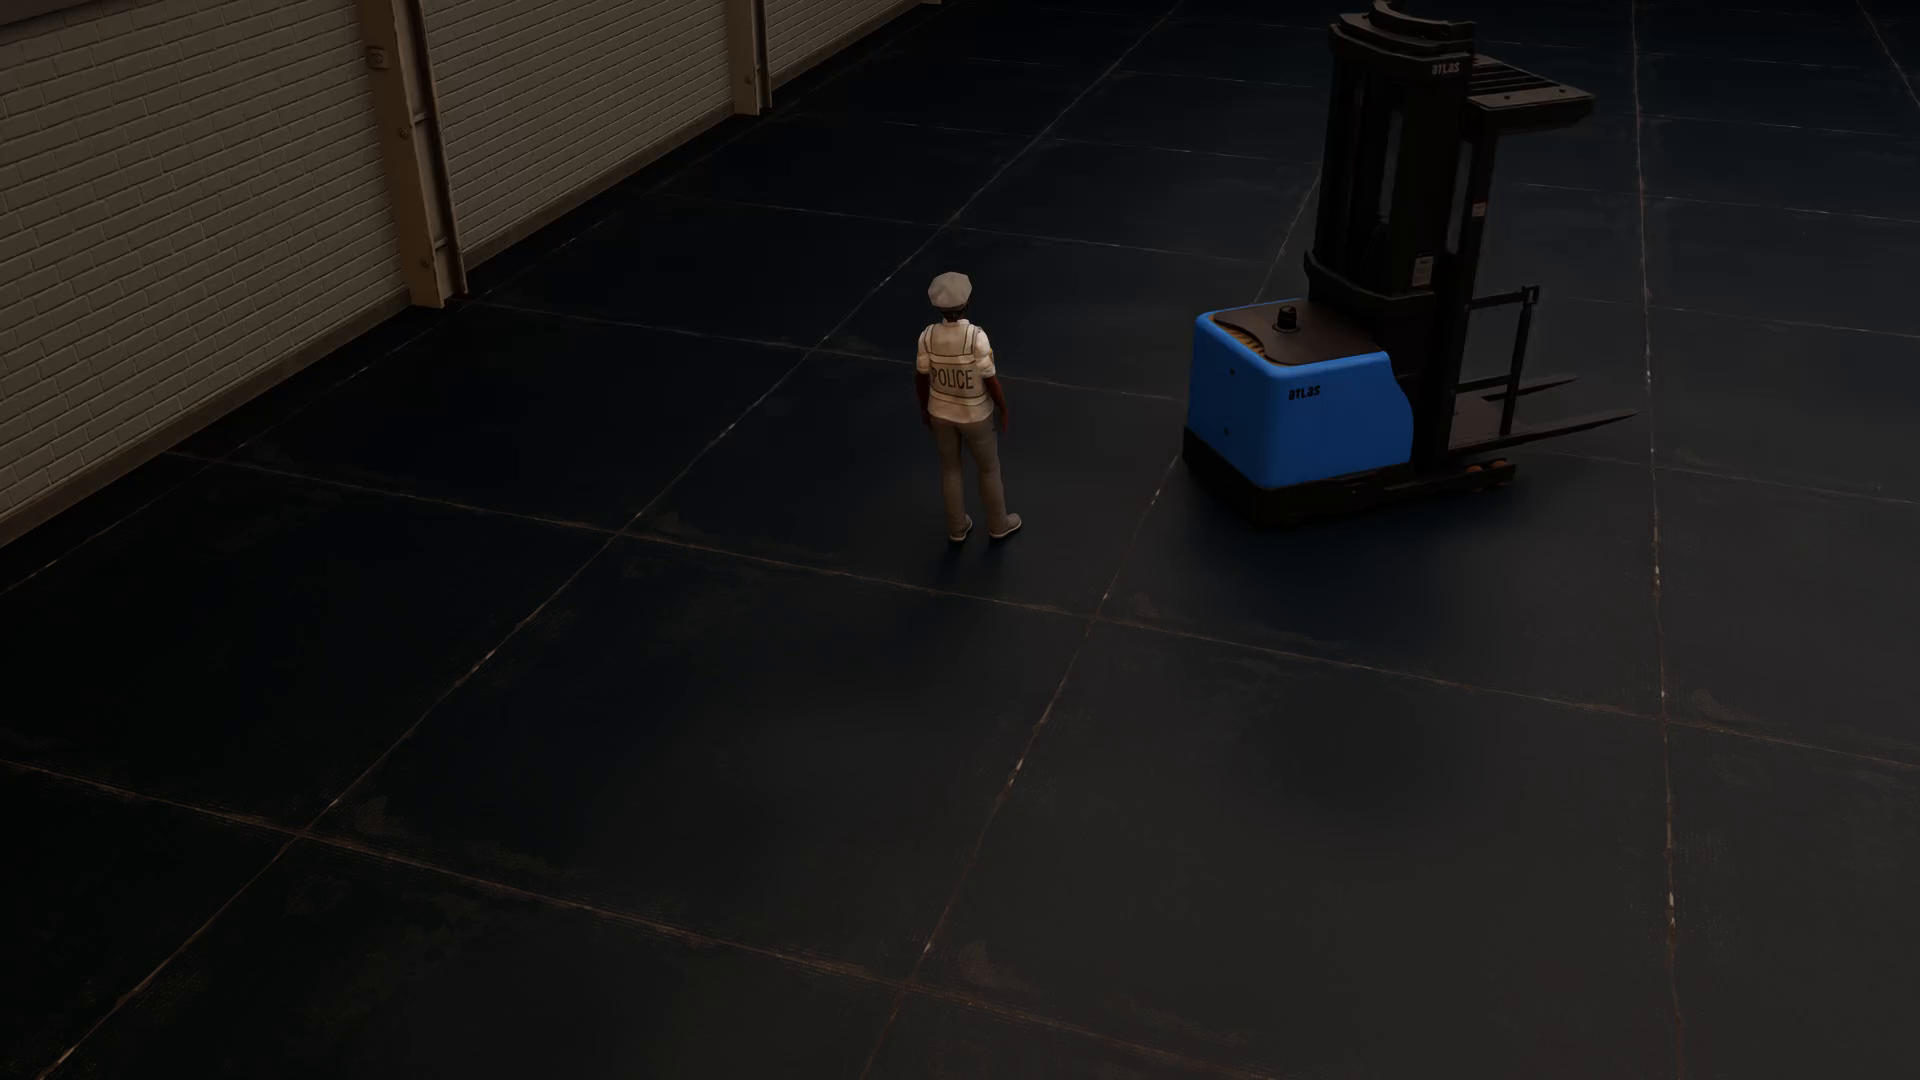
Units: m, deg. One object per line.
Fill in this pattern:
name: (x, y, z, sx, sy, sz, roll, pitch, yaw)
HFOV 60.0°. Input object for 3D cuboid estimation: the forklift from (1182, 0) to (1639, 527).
forklift: (3.024, -1.811, 10.313, 3.031, 2.935, 1.130, -11, 32, -19)

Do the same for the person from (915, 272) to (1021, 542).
person: (0.043, -0.774, 9.729, 0.570, 1.695, 0.530, 10, 31, 16)
